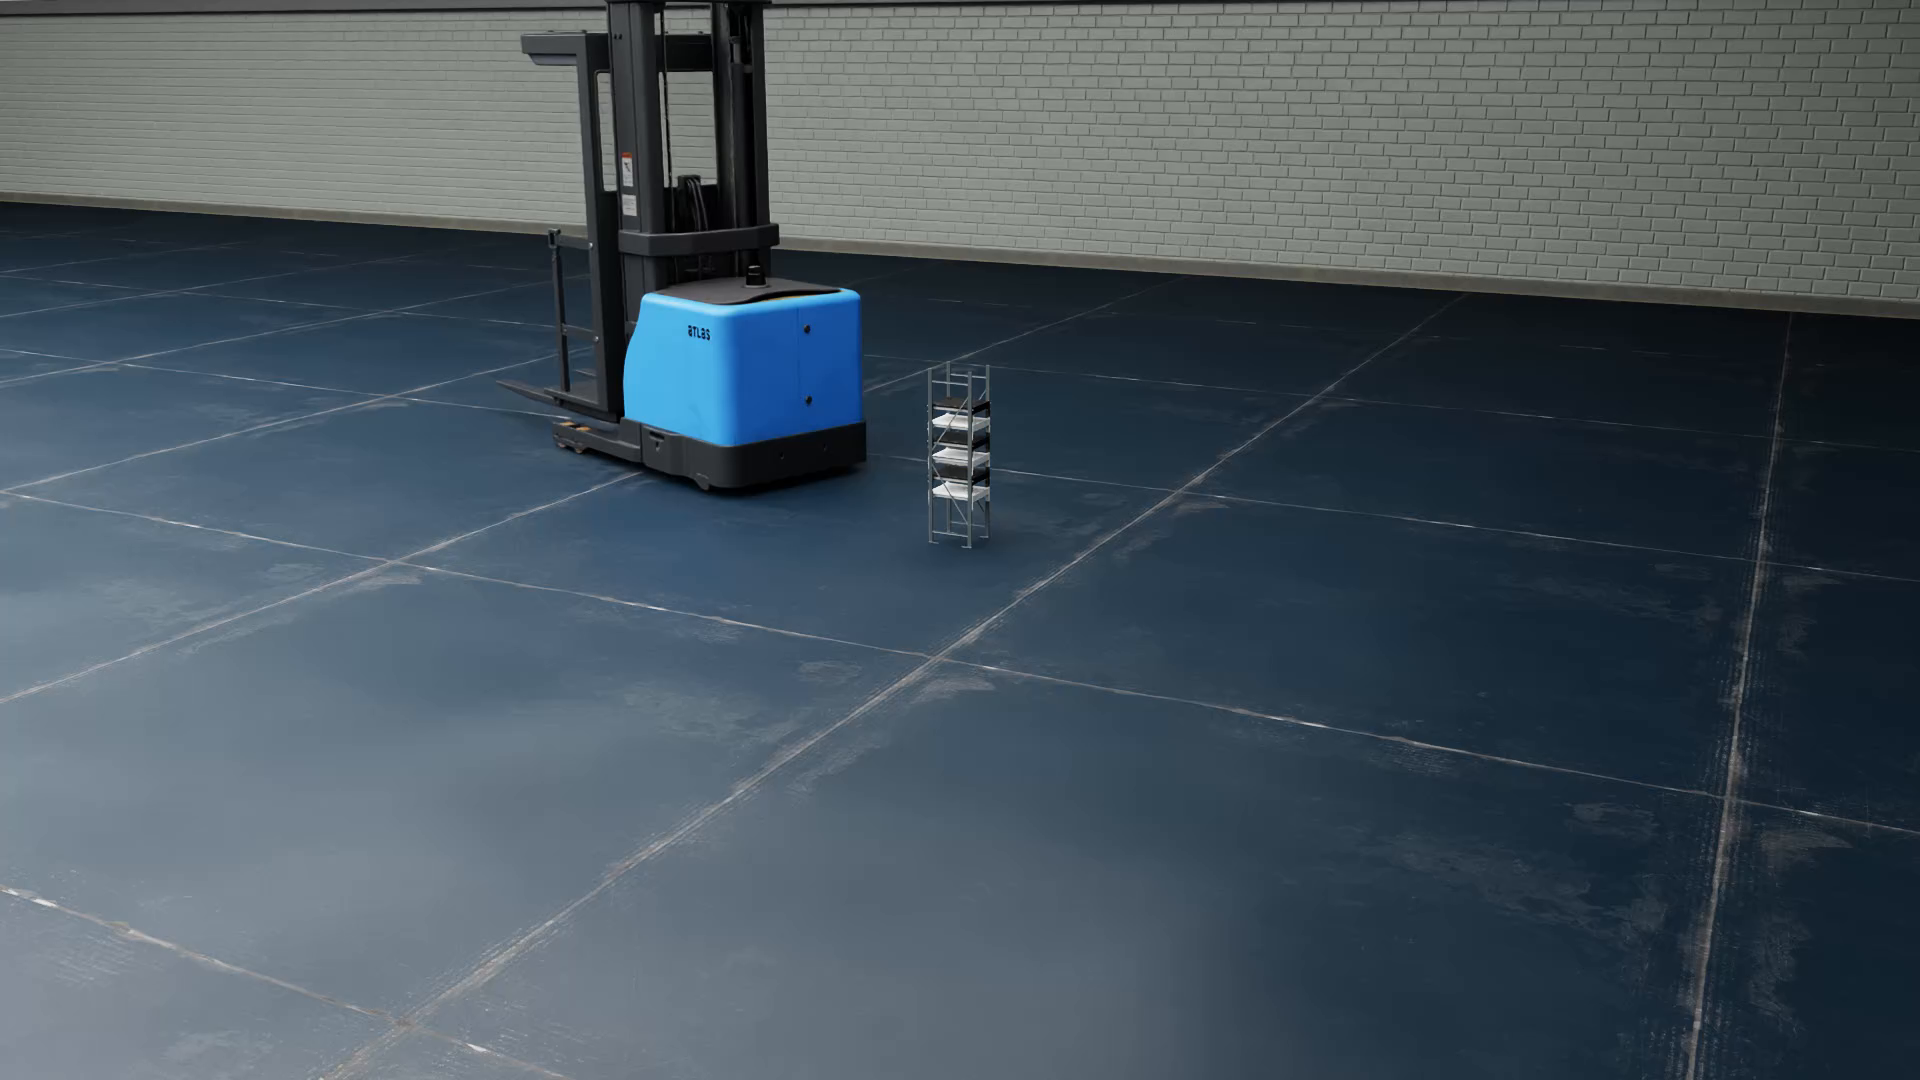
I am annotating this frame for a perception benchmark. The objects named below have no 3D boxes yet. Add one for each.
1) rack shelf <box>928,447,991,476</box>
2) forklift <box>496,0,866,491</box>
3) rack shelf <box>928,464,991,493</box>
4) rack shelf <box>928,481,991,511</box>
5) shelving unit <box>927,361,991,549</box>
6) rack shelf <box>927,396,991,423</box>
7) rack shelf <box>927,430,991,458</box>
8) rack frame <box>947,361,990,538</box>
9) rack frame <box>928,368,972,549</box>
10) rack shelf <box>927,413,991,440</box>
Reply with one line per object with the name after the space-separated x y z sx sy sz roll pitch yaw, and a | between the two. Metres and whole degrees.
-0.004 -0.397 8.399 0.258 0.077 0.200 8 18 25 | rack shelf
-1.921 -2.029 10.207 1.130 2.935 3.031 -15 22 -40 | forklift
-0.004 -0.311 8.424 0.258 0.077 0.200 8 18 25 | rack shelf
-0.004 -0.225 8.450 0.258 0.077 0.200 8 18 25 | rack shelf
-0.004 -0.429 8.389 0.258 0.900 0.210 8 18 25 | shelving unit
-0.004 -0.656 8.322 0.258 0.077 0.200 8 18 25 | rack shelf
-0.004 -0.484 8.373 0.258 0.077 0.200 8 18 25 | rack shelf
0.042 -0.455 8.476 0.240 0.900 0.006 8 18 25 | rack frame
-0.049 -0.403 8.302 0.240 0.900 0.006 8 18 25 | rack frame
-0.004 -0.570 8.348 0.258 0.077 0.200 8 18 25 | rack shelf
